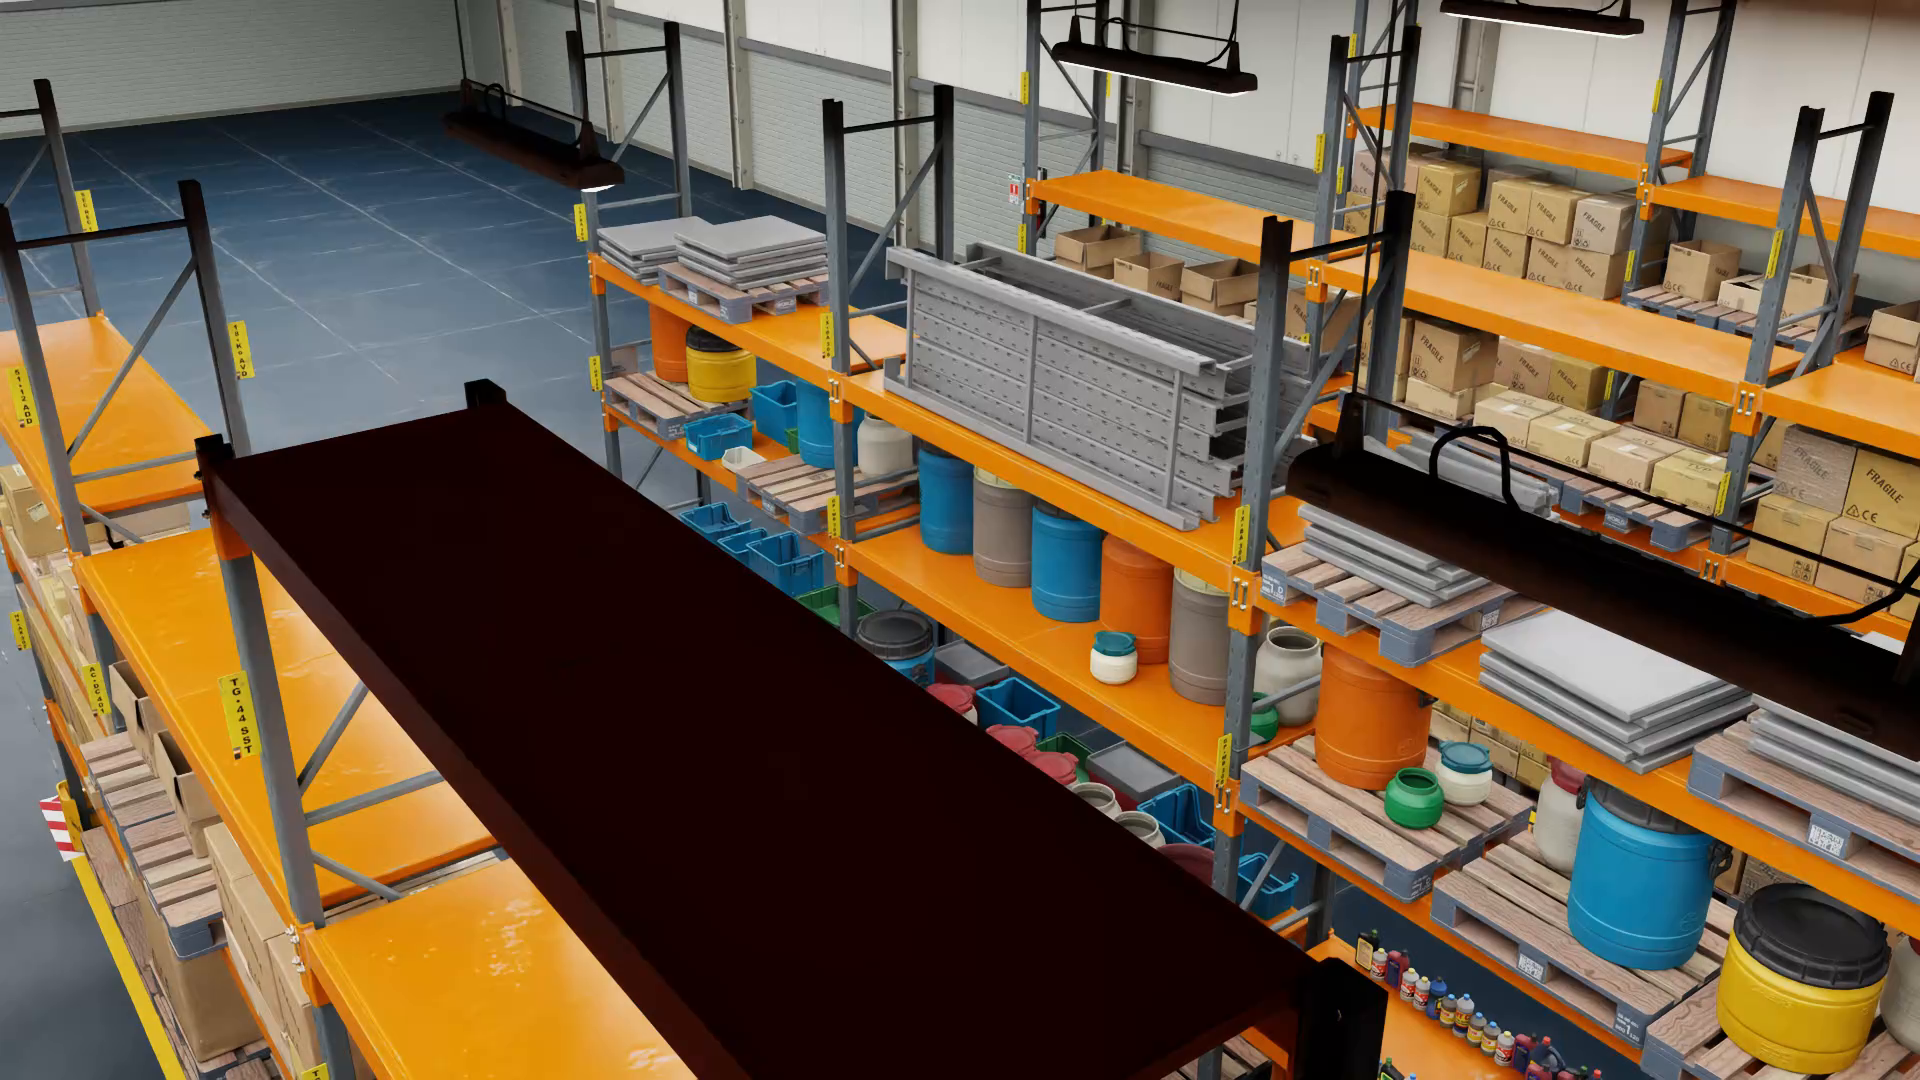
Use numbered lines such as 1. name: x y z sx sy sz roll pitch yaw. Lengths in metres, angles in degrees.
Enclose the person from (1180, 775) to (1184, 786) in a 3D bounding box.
1. person: 1.602 1.757 13.204 0.715 1.682 0.675 -12 27 -25
